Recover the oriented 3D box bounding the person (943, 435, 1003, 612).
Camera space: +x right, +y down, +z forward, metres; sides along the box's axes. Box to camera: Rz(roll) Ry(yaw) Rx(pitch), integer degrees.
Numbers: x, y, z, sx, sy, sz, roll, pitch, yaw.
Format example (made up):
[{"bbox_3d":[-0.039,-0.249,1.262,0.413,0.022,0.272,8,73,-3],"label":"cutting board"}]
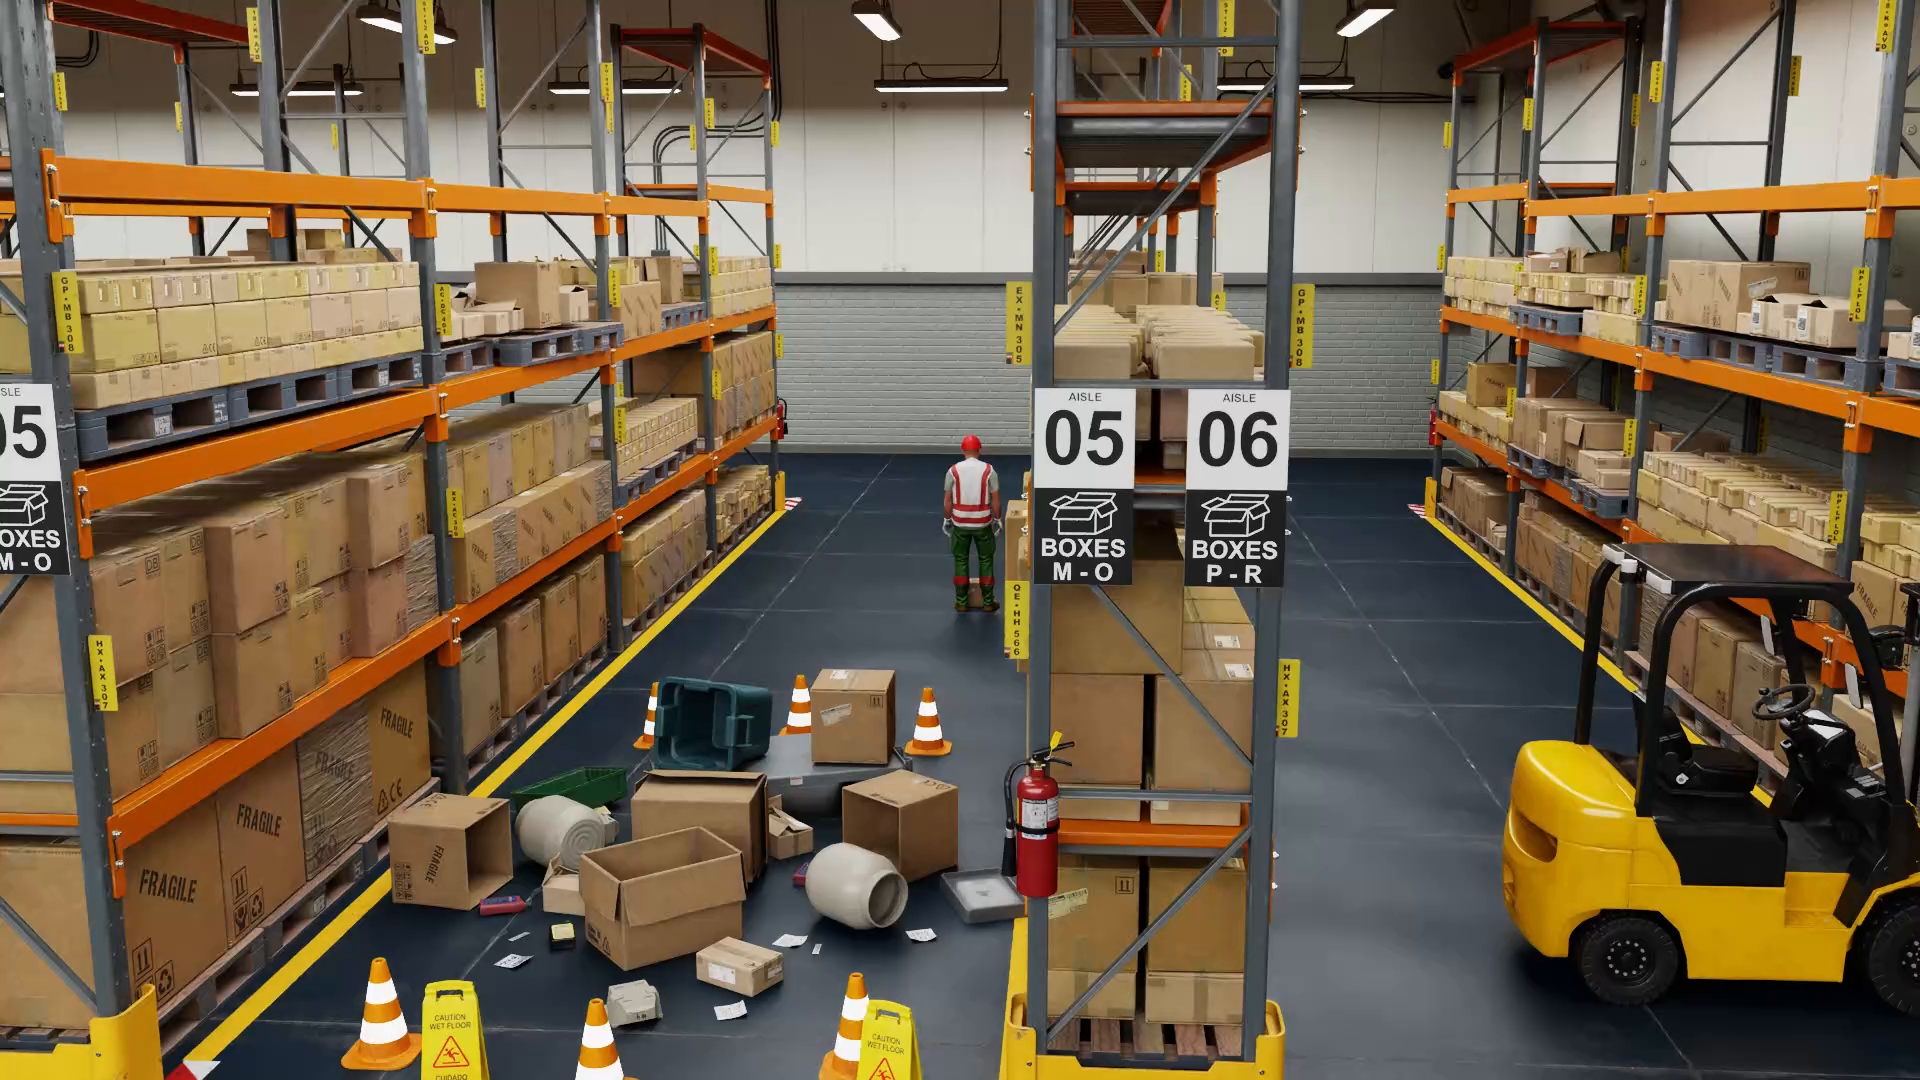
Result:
[{"bbox_3d":[0.131,-0.169,16.785,0.609,1.779,0.449,1,11,4],"label":"person"}]
